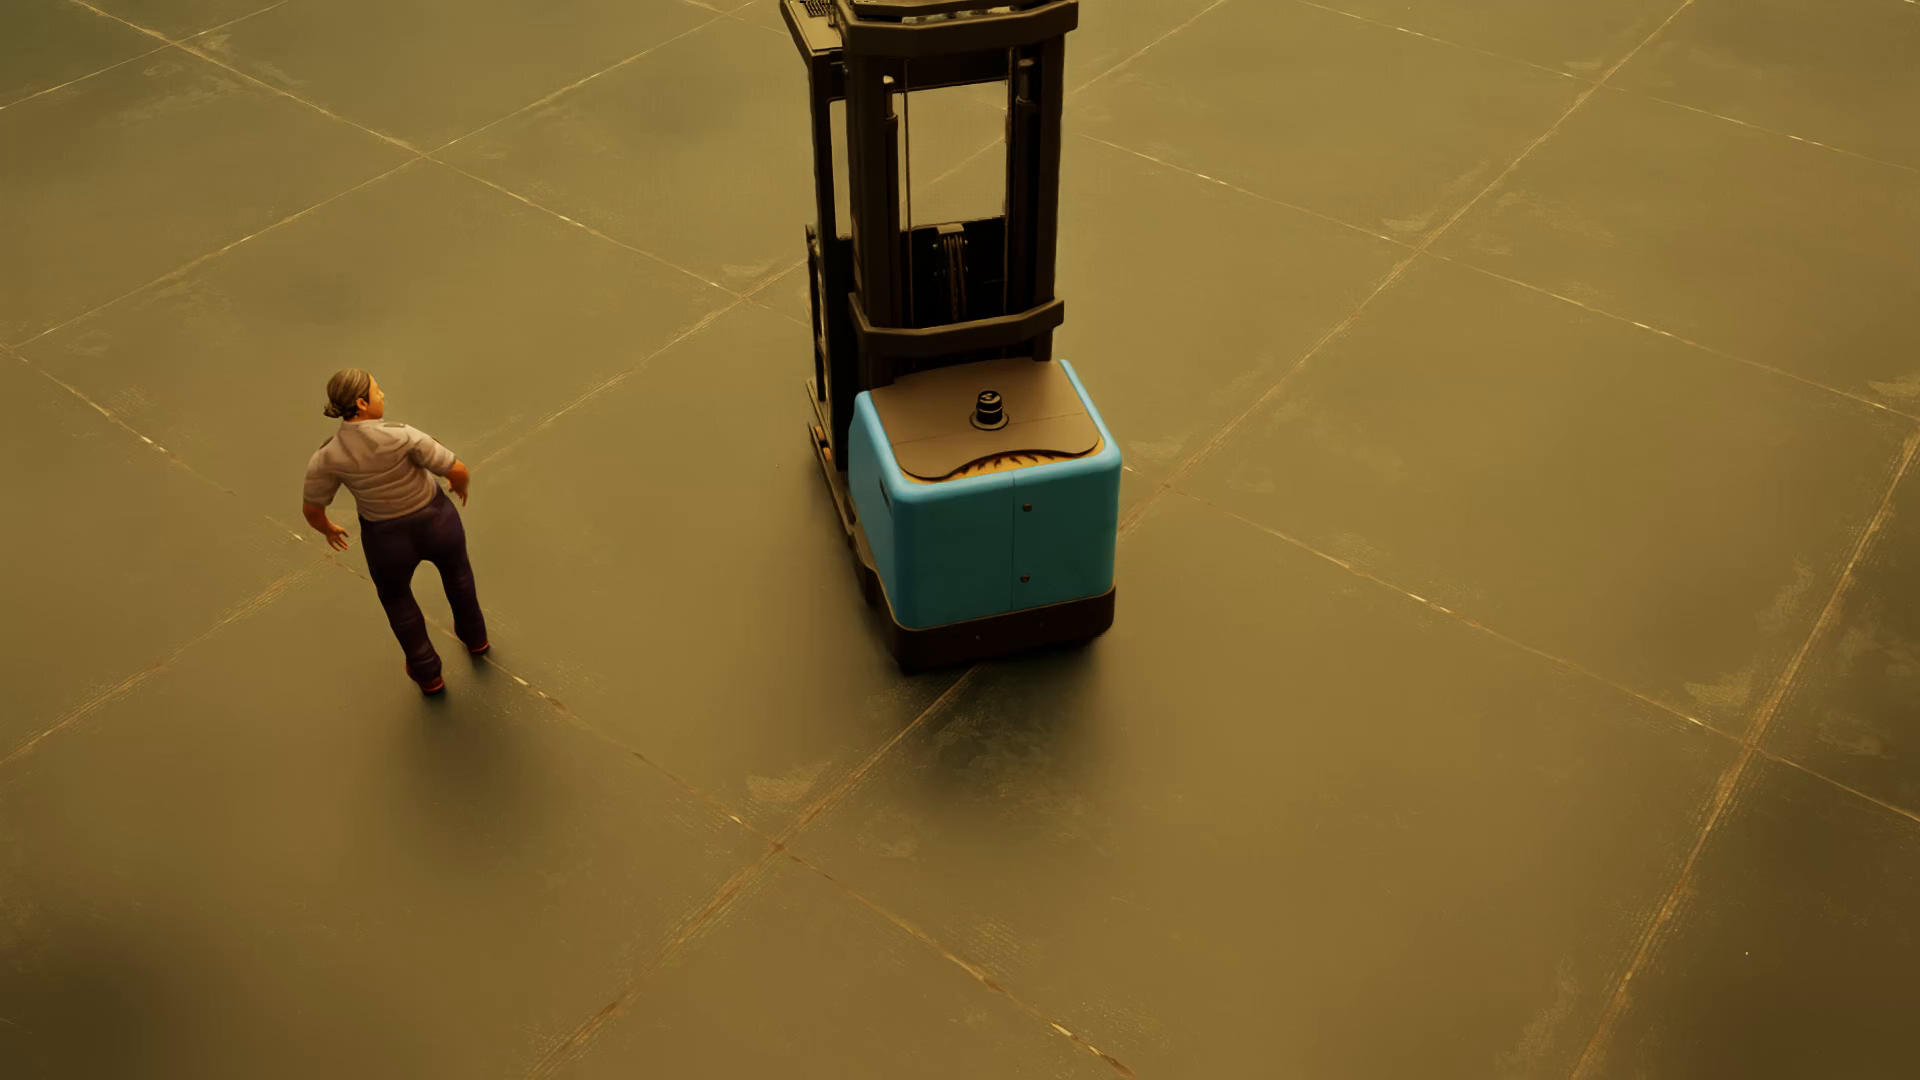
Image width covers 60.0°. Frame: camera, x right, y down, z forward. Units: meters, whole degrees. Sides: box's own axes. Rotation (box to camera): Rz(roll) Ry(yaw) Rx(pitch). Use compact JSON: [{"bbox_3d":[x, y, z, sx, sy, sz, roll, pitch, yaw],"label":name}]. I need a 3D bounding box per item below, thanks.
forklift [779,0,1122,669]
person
[{"bbox_3d":[-0.172,-1.497,7.830,1.130,2.935,3.031,-10,42,-12],"label":"forklift"},{"bbox_3d":[-2.425,-0.054,7.155,0.674,1.625,0.478,-16,43,-18],"label":"person"}]
